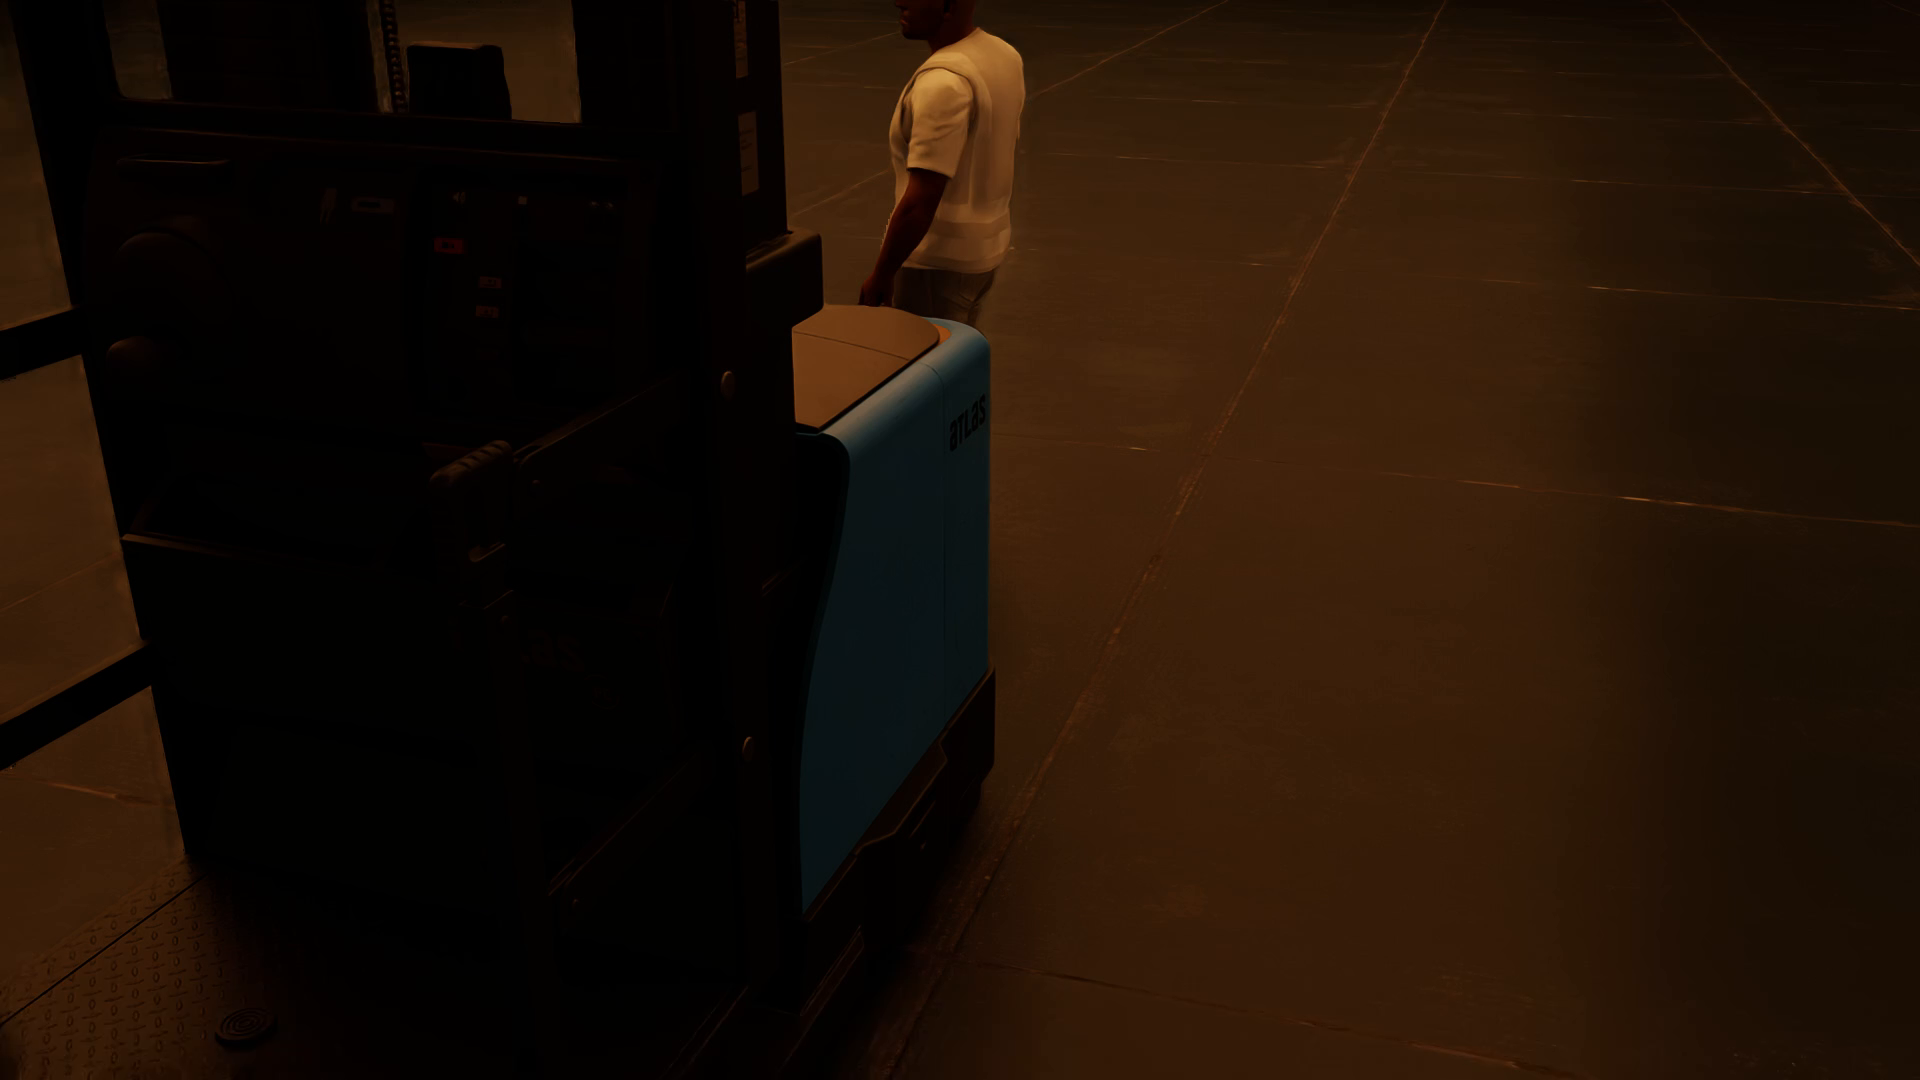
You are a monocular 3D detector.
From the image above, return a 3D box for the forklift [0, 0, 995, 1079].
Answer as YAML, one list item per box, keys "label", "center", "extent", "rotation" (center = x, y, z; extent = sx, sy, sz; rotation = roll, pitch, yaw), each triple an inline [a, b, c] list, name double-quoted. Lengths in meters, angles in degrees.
- label: "forklift"
  center: [-0.897, -0.342, 2.107]
  extent: [1.130, 2.935, 3.031]
  rotation: [8, 24, 18]

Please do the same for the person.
- label: "person"
  center: [-0.122, -0.821, 4.809]
  extent: [0.554, 1.763, 0.703]
  rotation: [7, 23, 15]
